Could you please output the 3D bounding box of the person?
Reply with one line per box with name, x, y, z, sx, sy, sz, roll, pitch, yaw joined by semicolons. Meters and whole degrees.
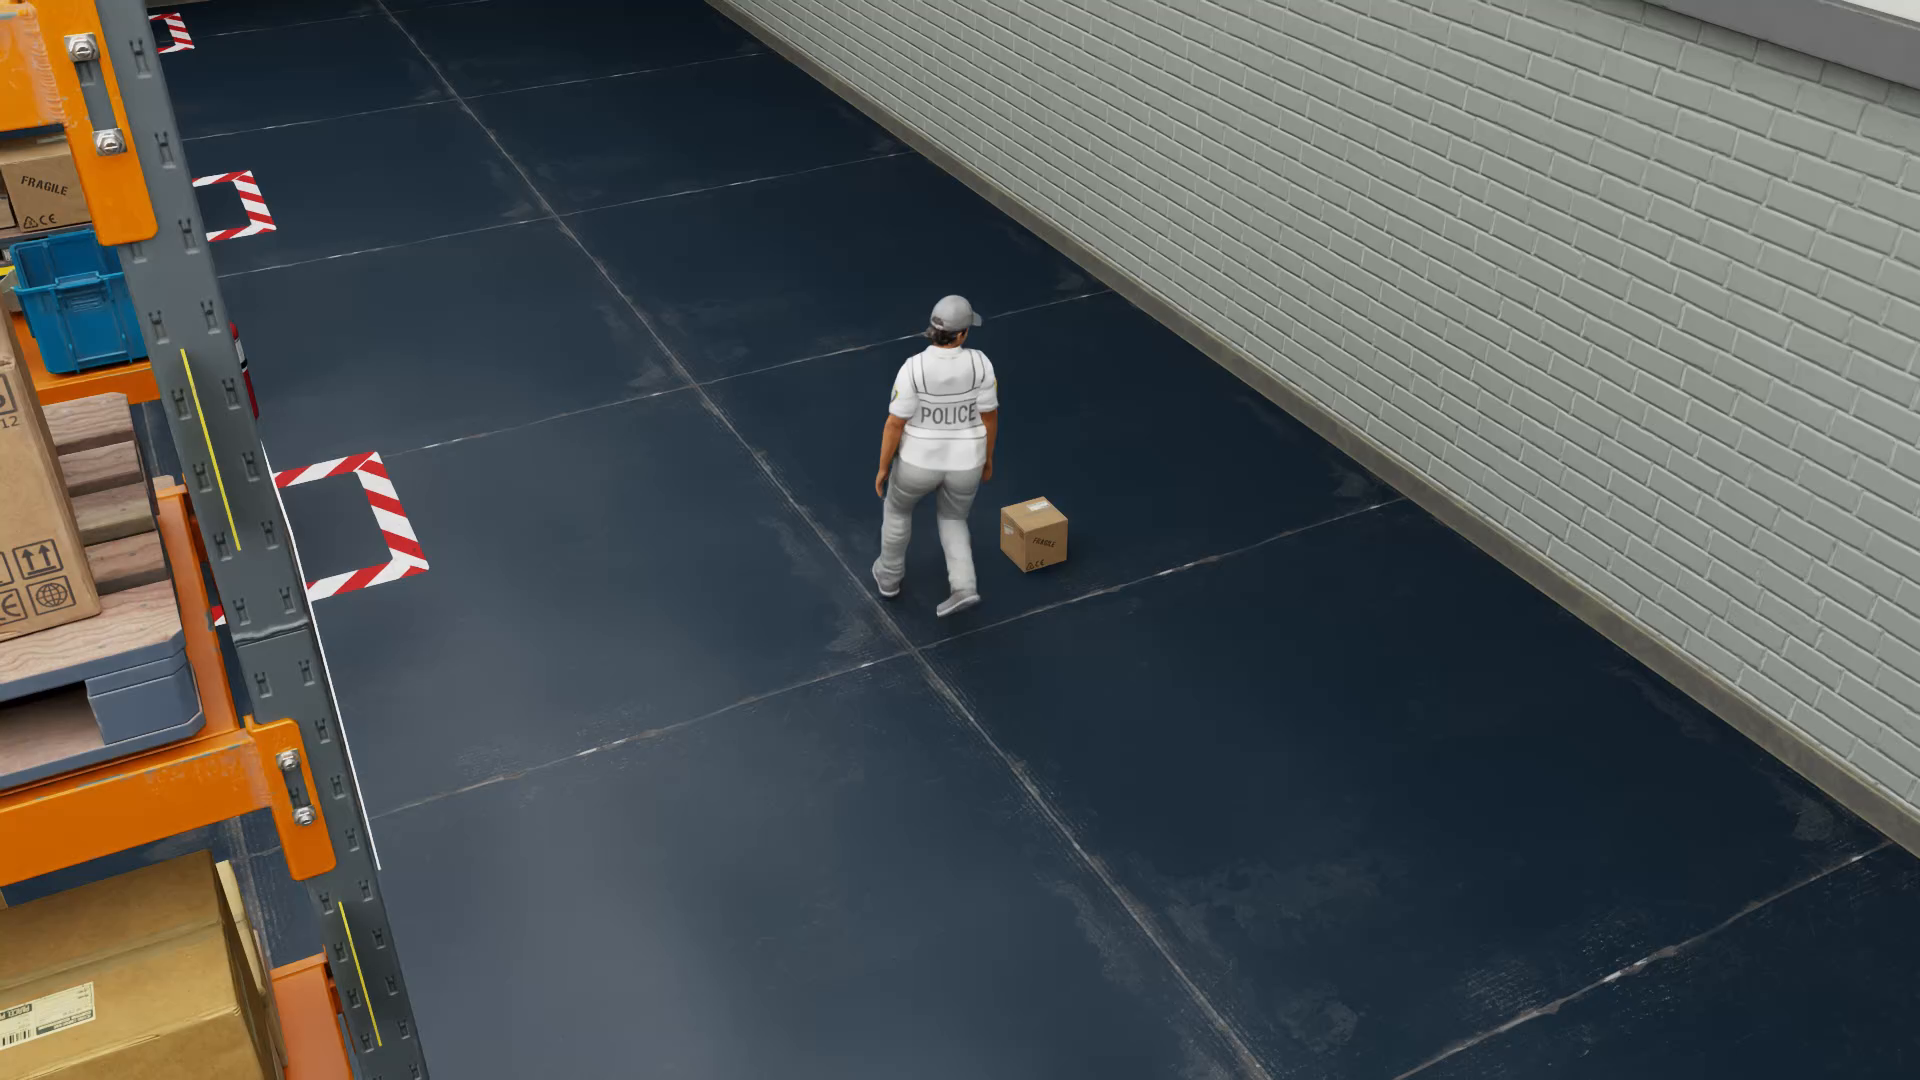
person;-0.114;-0.378;7.711;0.576;1.604;0.758;-8;34;-12
